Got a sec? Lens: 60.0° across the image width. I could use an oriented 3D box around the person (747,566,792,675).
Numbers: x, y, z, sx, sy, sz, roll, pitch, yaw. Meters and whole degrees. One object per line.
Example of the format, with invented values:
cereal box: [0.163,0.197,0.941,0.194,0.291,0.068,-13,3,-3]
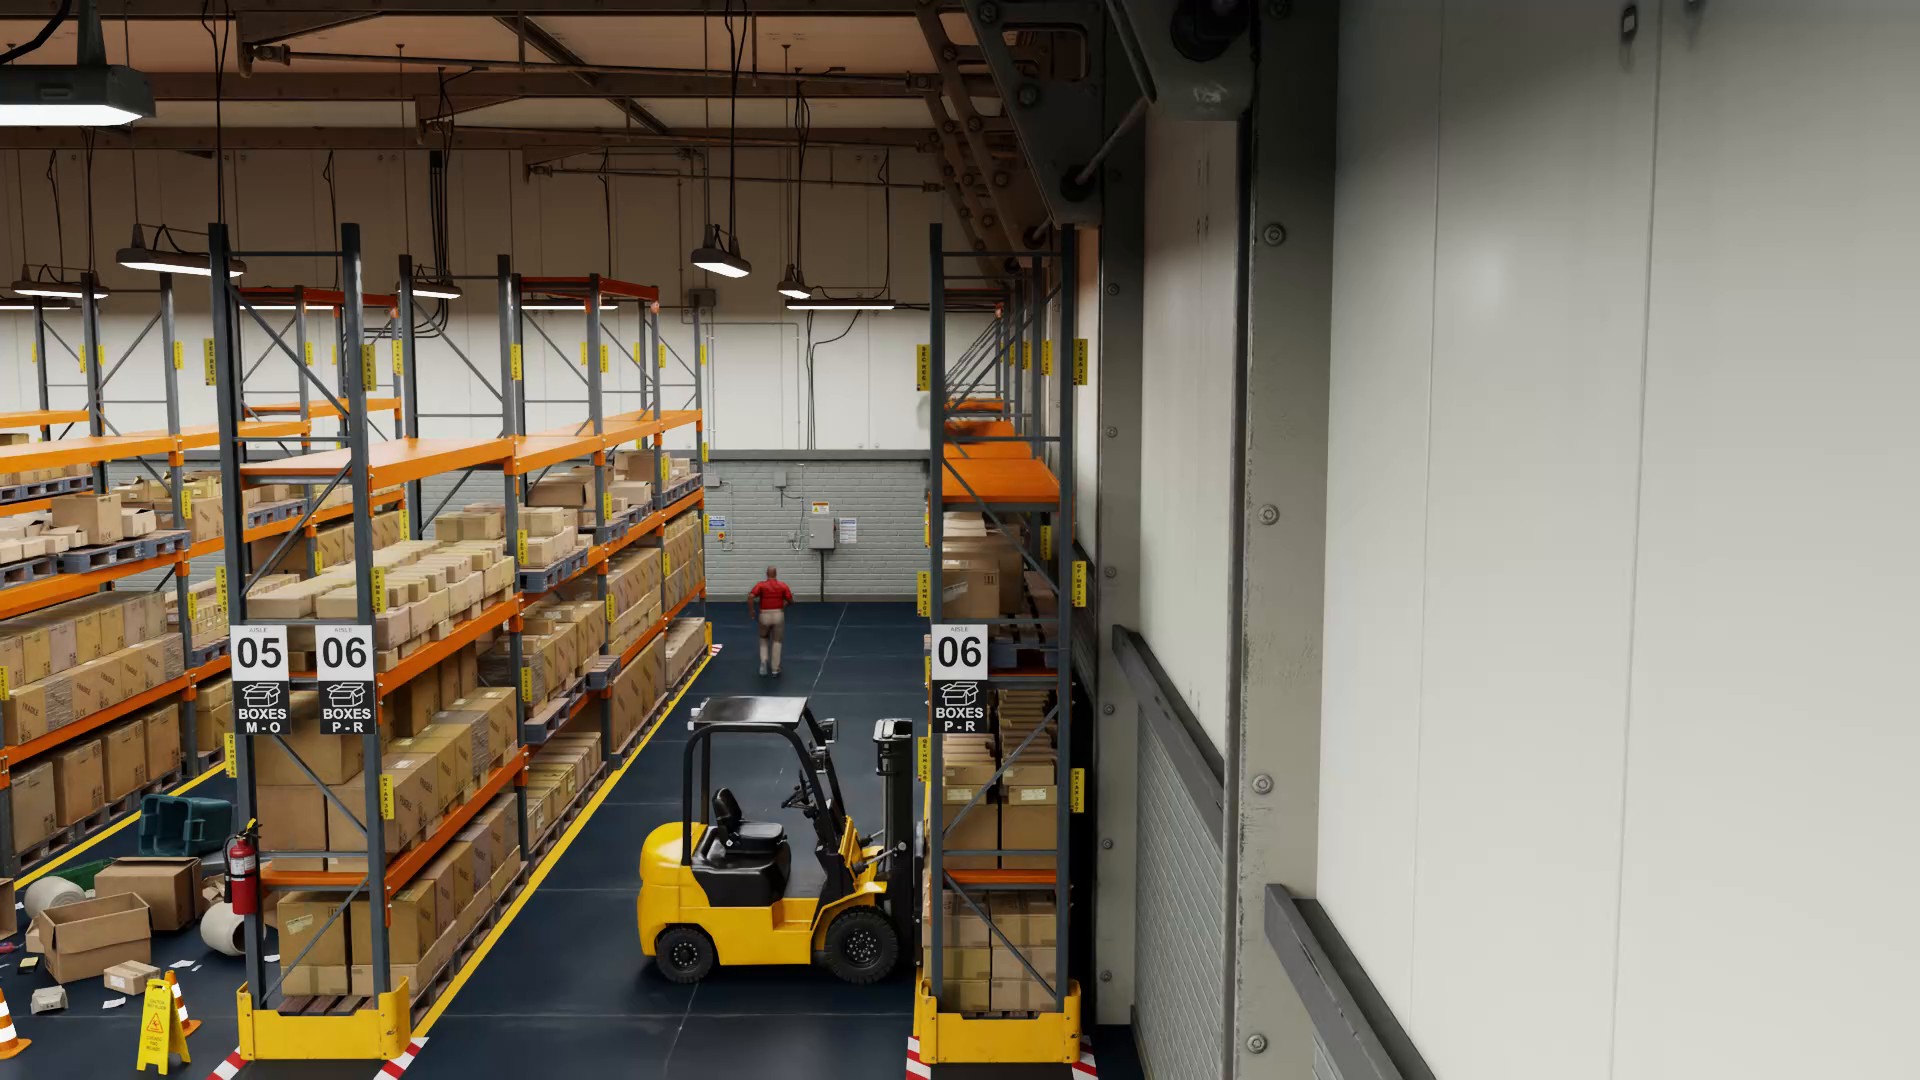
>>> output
person: [-2.984,1.279,26.213,0.693,1.760,0.702,0,7,-3]
